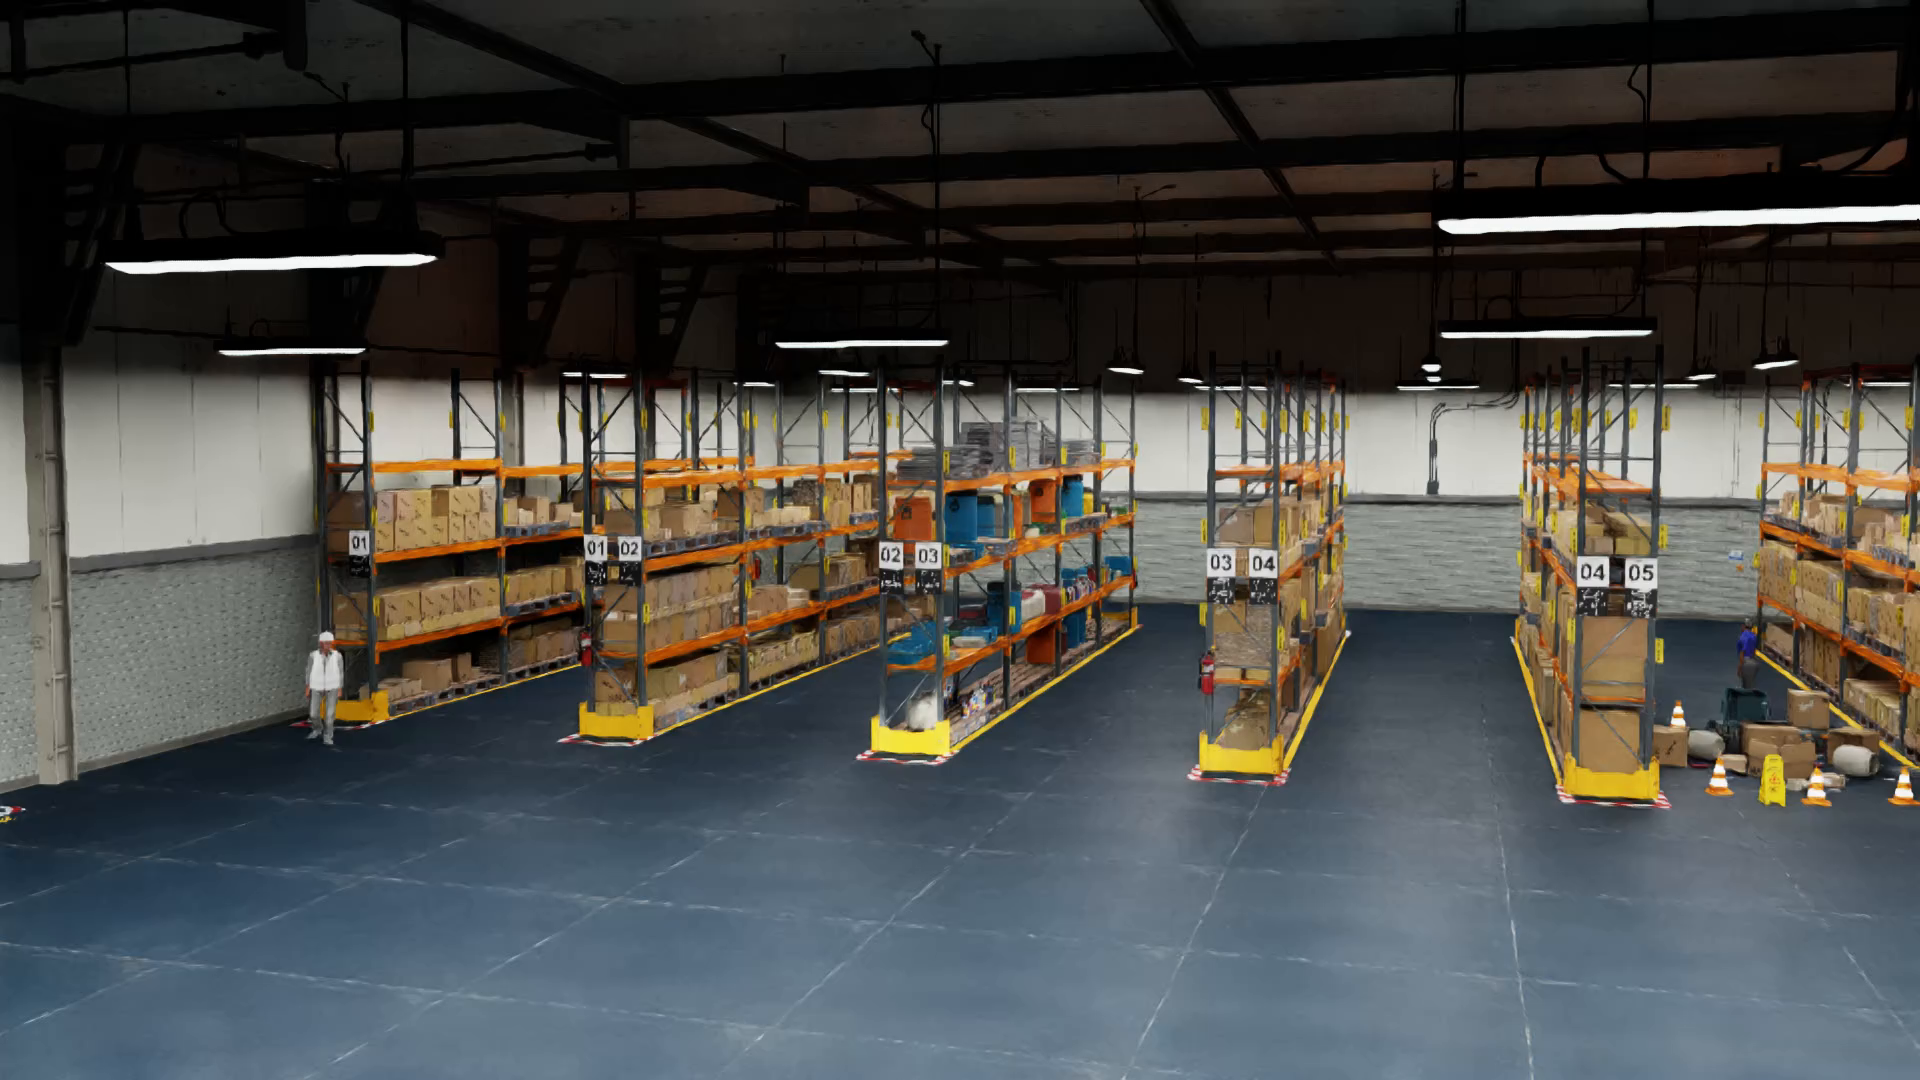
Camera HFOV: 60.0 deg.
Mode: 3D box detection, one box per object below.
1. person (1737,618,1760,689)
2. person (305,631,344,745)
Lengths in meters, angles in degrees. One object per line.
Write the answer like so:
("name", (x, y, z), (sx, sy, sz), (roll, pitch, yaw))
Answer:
("person", (13.353, 2.144, 28.269), (0.549, 1.653, 0.573), (4, 6, 44))
("person", (-9.870, 2.282, 25.815), (0.586, 1.762, 0.570), (-1, 4, -19))
